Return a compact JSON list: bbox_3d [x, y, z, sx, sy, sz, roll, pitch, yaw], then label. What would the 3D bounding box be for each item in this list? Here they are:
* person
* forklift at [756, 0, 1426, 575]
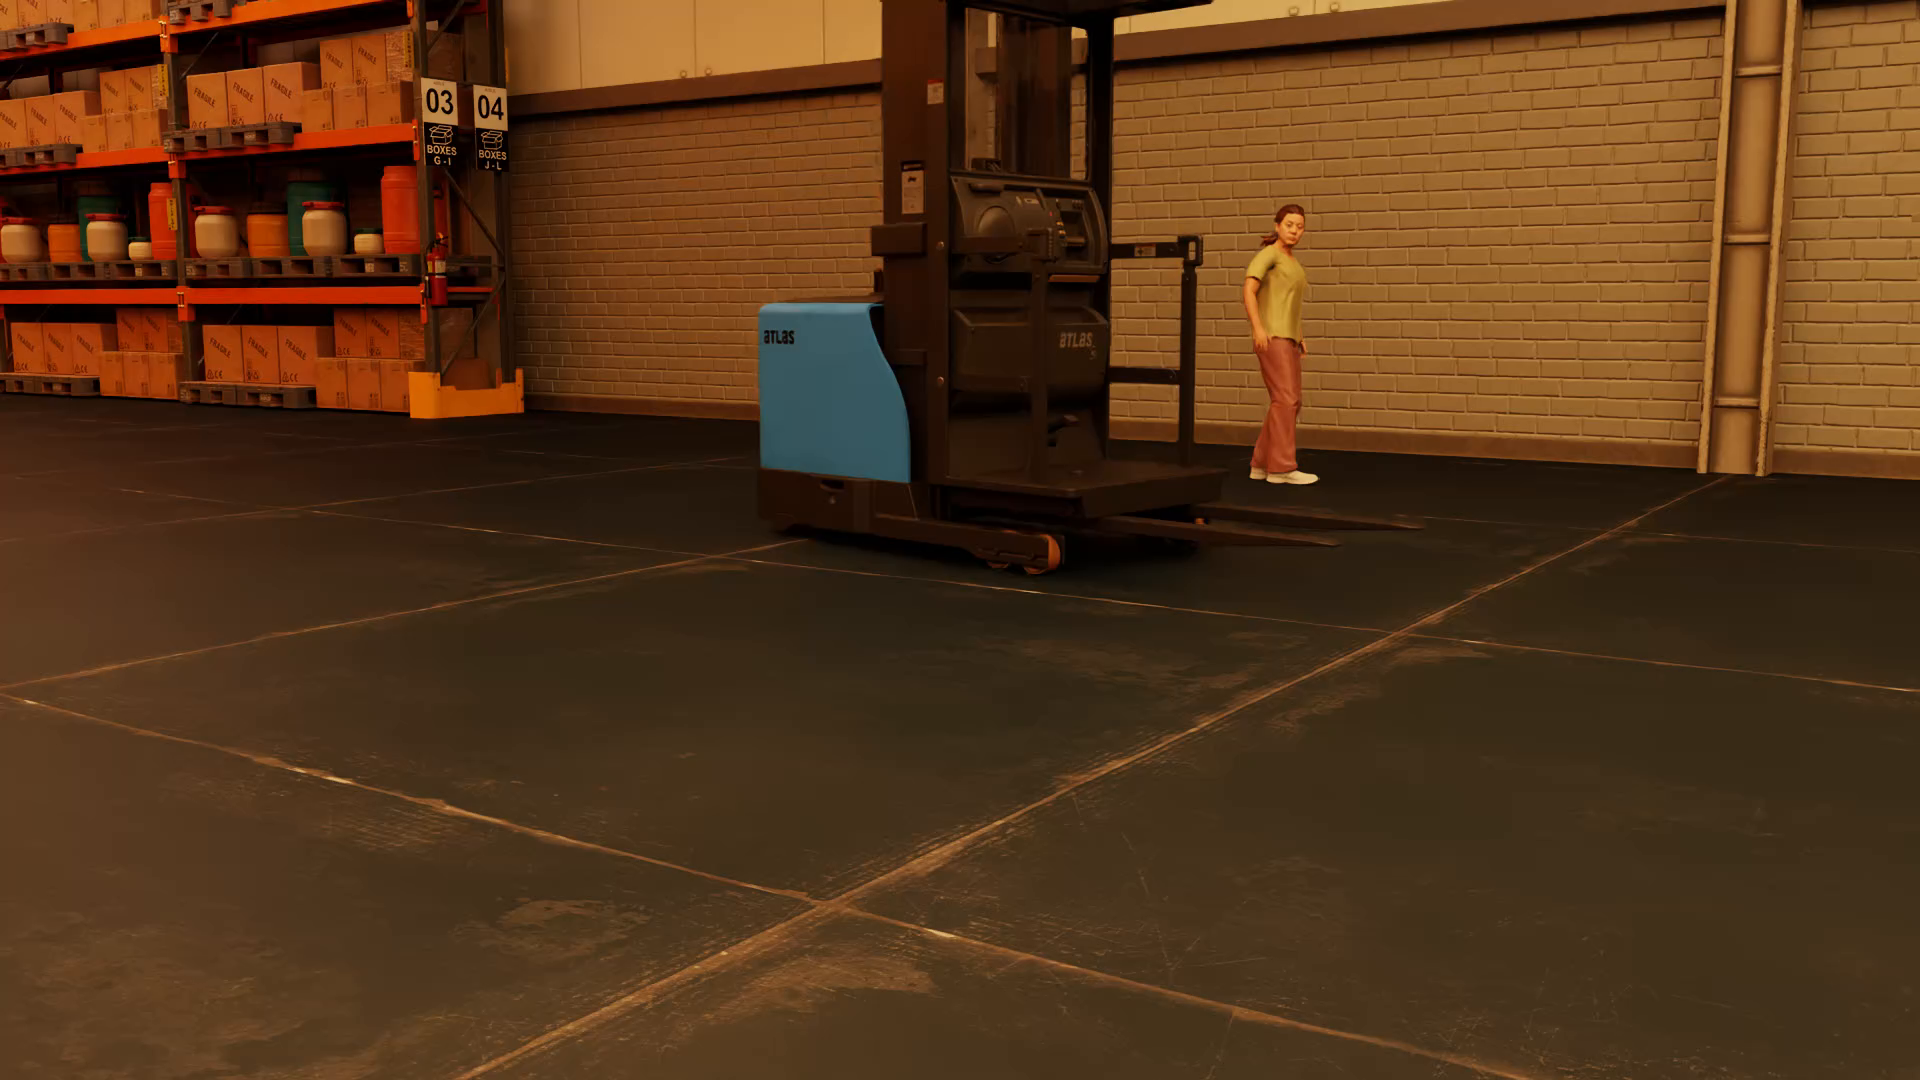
[{"bbox_3d":[1.979,-1.178,9.992,0.468,1.661,0.651,4,9,27],"label":"person"},{"bbox_3d":[0.459,-1.393,6.987,3.031,2.935,1.130,8,11,43],"label":"forklift"}]
